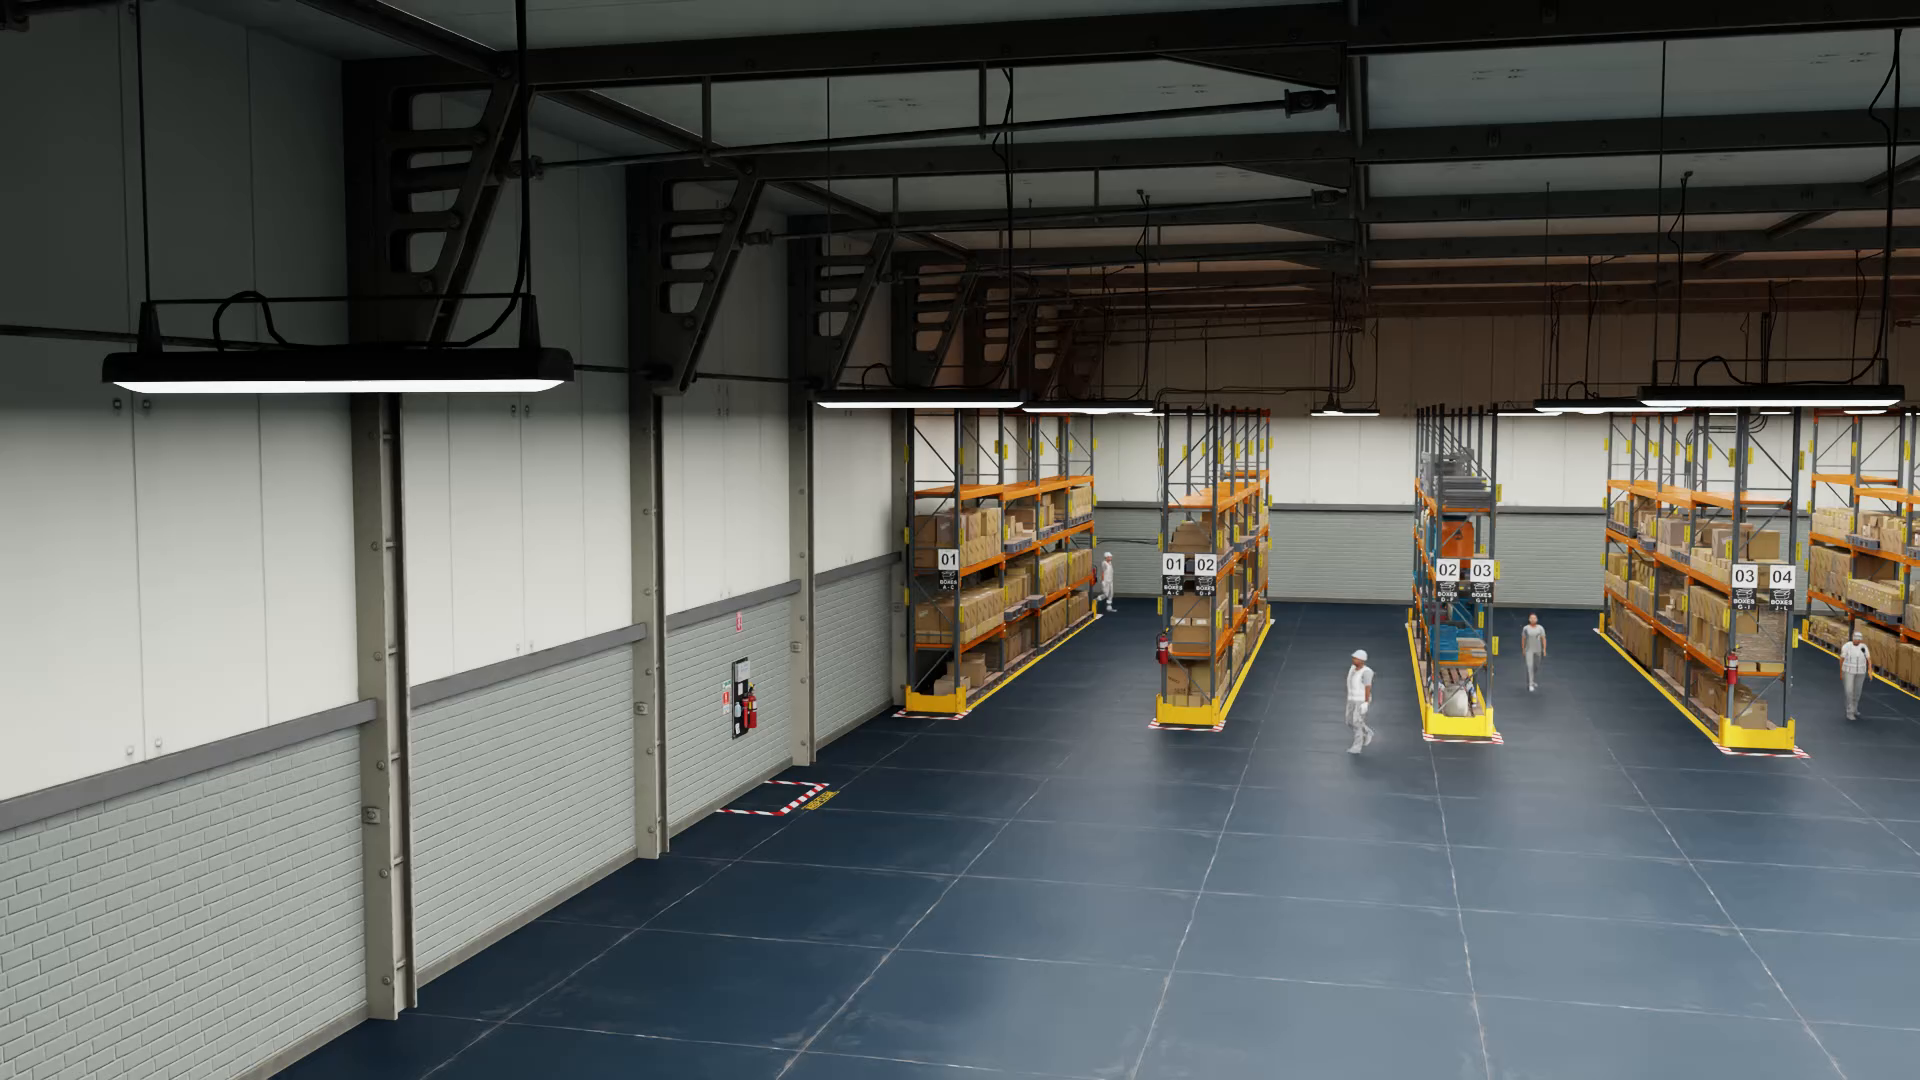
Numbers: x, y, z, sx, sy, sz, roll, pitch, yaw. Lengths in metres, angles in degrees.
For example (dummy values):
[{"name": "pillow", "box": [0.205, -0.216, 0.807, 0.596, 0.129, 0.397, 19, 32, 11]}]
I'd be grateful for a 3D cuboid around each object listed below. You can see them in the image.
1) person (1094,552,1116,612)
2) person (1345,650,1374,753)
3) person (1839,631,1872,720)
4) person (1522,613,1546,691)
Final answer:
[{"name": "person", "box": [4.273, 1.245, 49.126, 0.688, 1.782, 0.589, 2, 5, 28]}, {"name": "person", "box": [6.883, 2.749, 28.487, 0.711, 1.771, 0.558, -2, 5, -29]}, {"name": "person", "box": [17.198, 2.578, 31.928, 0.527, 1.679, 0.676, 1, 4, 11]}, {"name": "person", "box": [12.089, 2.343, 34.997, 0.462, 1.615, 1.001, 1, 4, 10]}]
